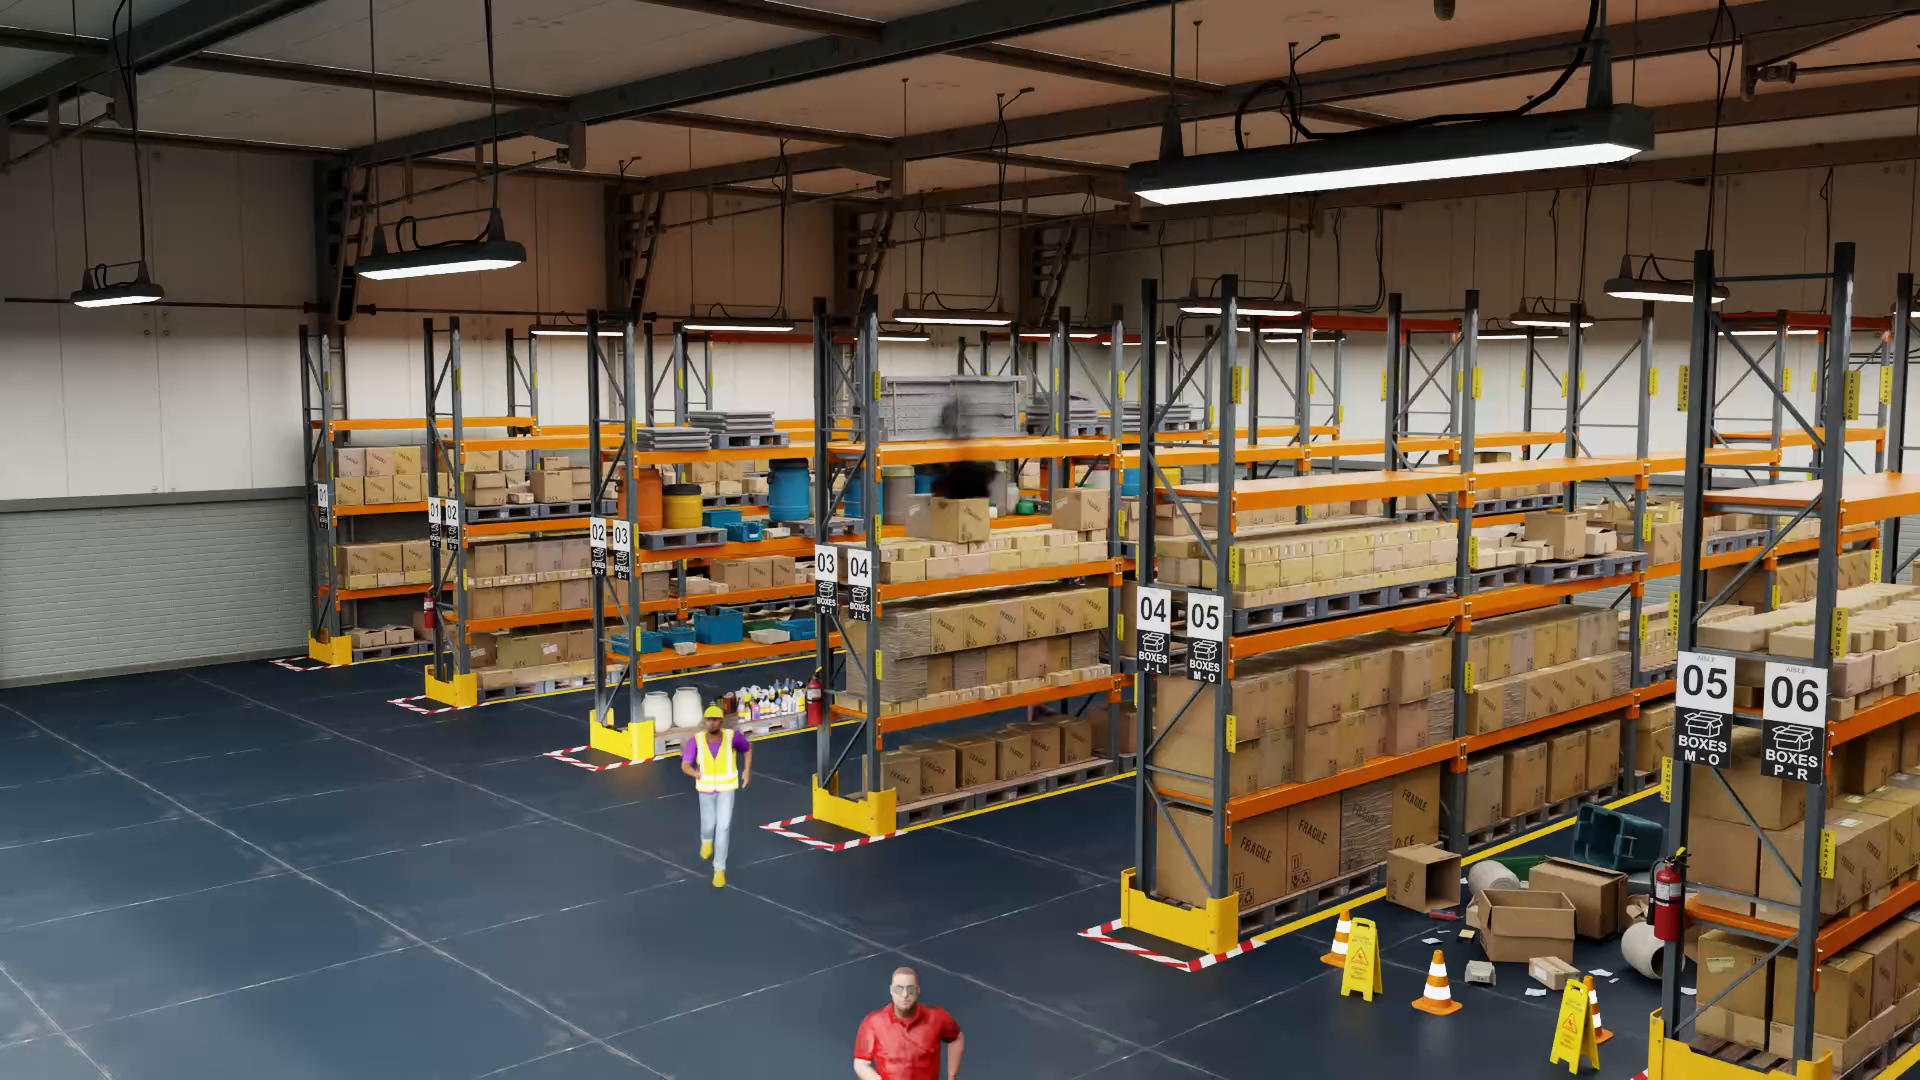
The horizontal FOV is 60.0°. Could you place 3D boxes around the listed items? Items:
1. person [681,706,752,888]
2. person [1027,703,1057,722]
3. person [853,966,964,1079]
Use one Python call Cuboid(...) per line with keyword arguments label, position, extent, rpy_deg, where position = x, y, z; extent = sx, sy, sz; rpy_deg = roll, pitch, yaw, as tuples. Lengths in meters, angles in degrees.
Cuboid(label="person", position=(-2.496, 2.564, 17.074), extent=(0.711, 1.773, 0.980), rpy_deg=(0, 6, -3))
Cuboid(label="person", position=(1.112, 1.993, 23.241), extent=(0.562, 1.656, 0.926), rpy_deg=(5, 8, 40))
Cuboid(label="person", position=(-0.301, 3.339, 9.686), extent=(0.646, 1.689, 0.648), rpy_deg=(0, 6, 1))
